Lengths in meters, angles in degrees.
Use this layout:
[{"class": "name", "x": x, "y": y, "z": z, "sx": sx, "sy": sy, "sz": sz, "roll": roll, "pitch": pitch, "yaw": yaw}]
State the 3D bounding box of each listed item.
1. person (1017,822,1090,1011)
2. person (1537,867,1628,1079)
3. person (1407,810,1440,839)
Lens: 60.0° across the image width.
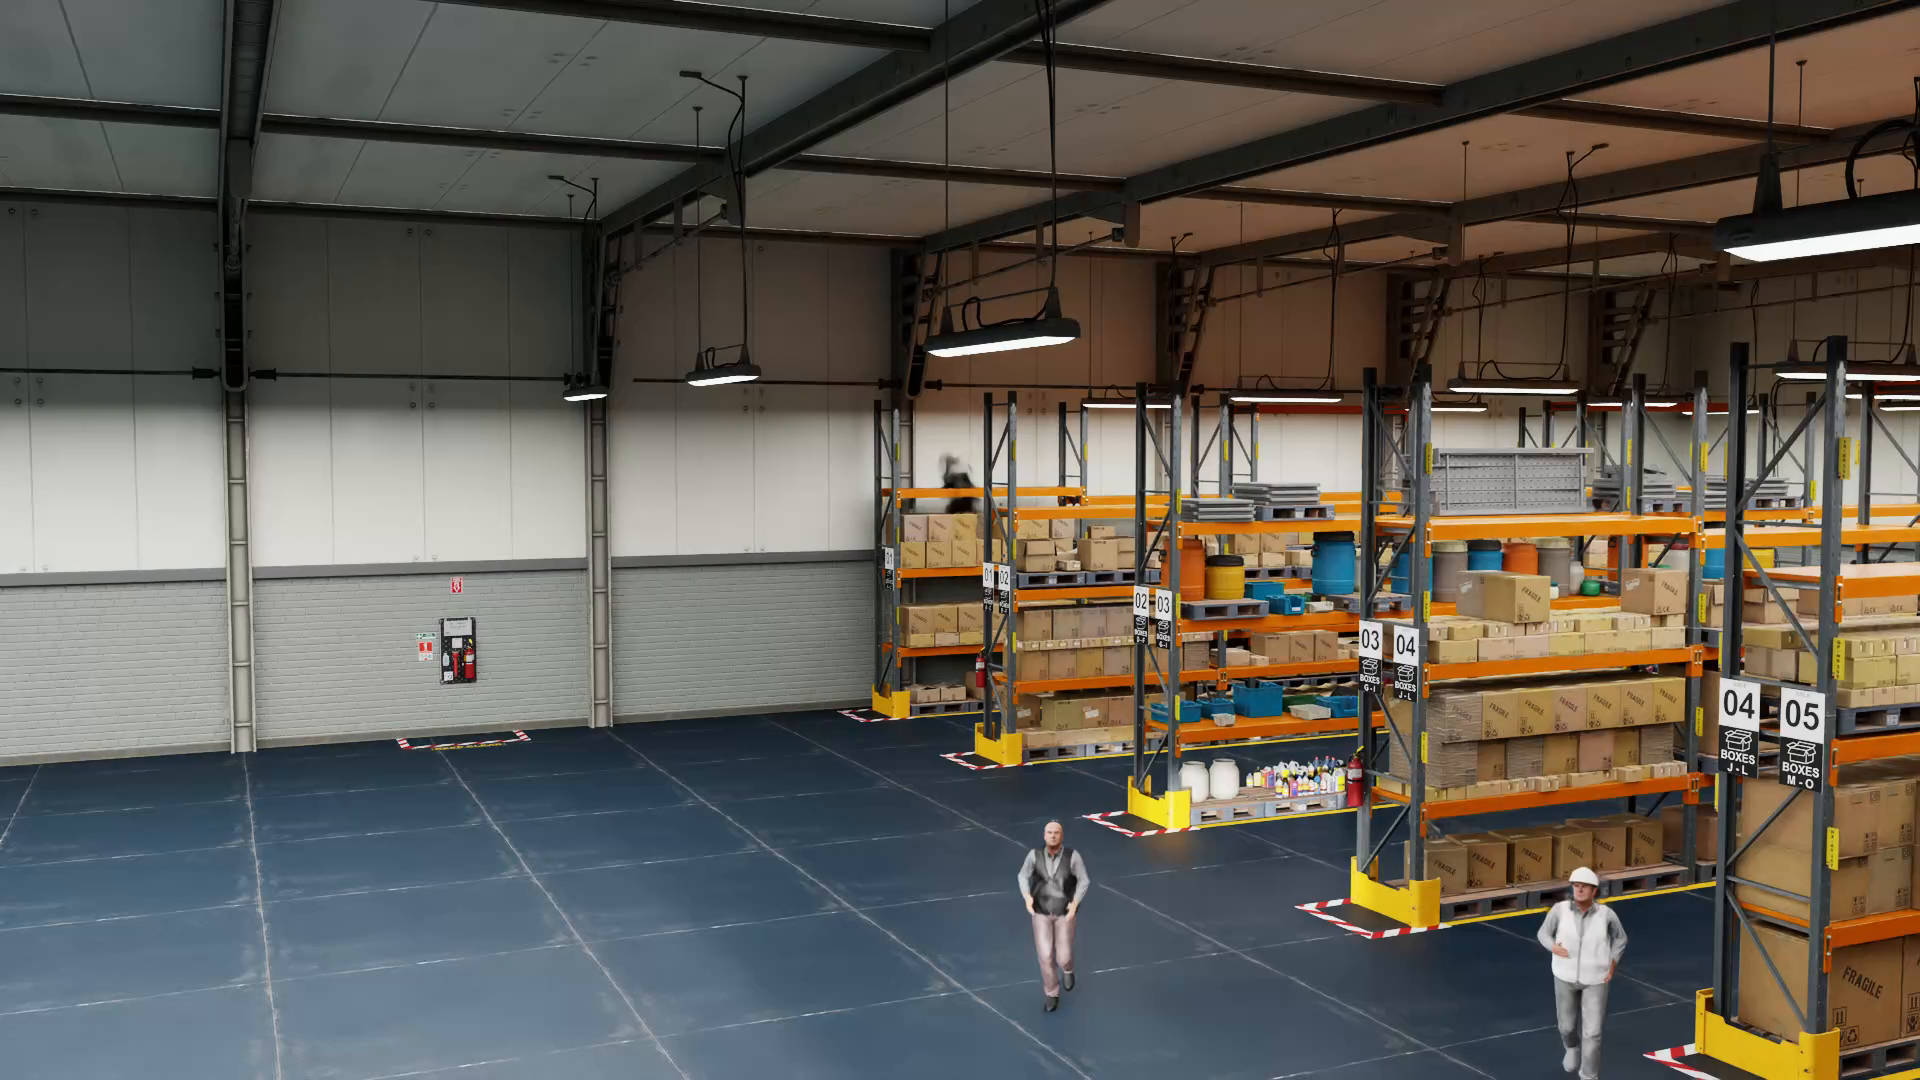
[{"class": "person", "x": 0.857, "y": 3.430, "z": 15.341, "sx": 0.670, "sy": 1.691, "sz": 0.604, "roll": 1, "pitch": 3, "yaw": 10}, {"class": "person", "x": 4.943, "y": 3.504, "z": 13.265, "sx": 0.666, "sy": 1.793, "sz": 0.838, "roll": 2, "pitch": 4, "yaw": 28}, {"class": "person", "x": 5.713, "y": 3.132, "z": 20.770, "sx": 0.538, "sy": 1.654, "sz": 0.600, "roll": -2, "pitch": 4, "yaw": -30}]
